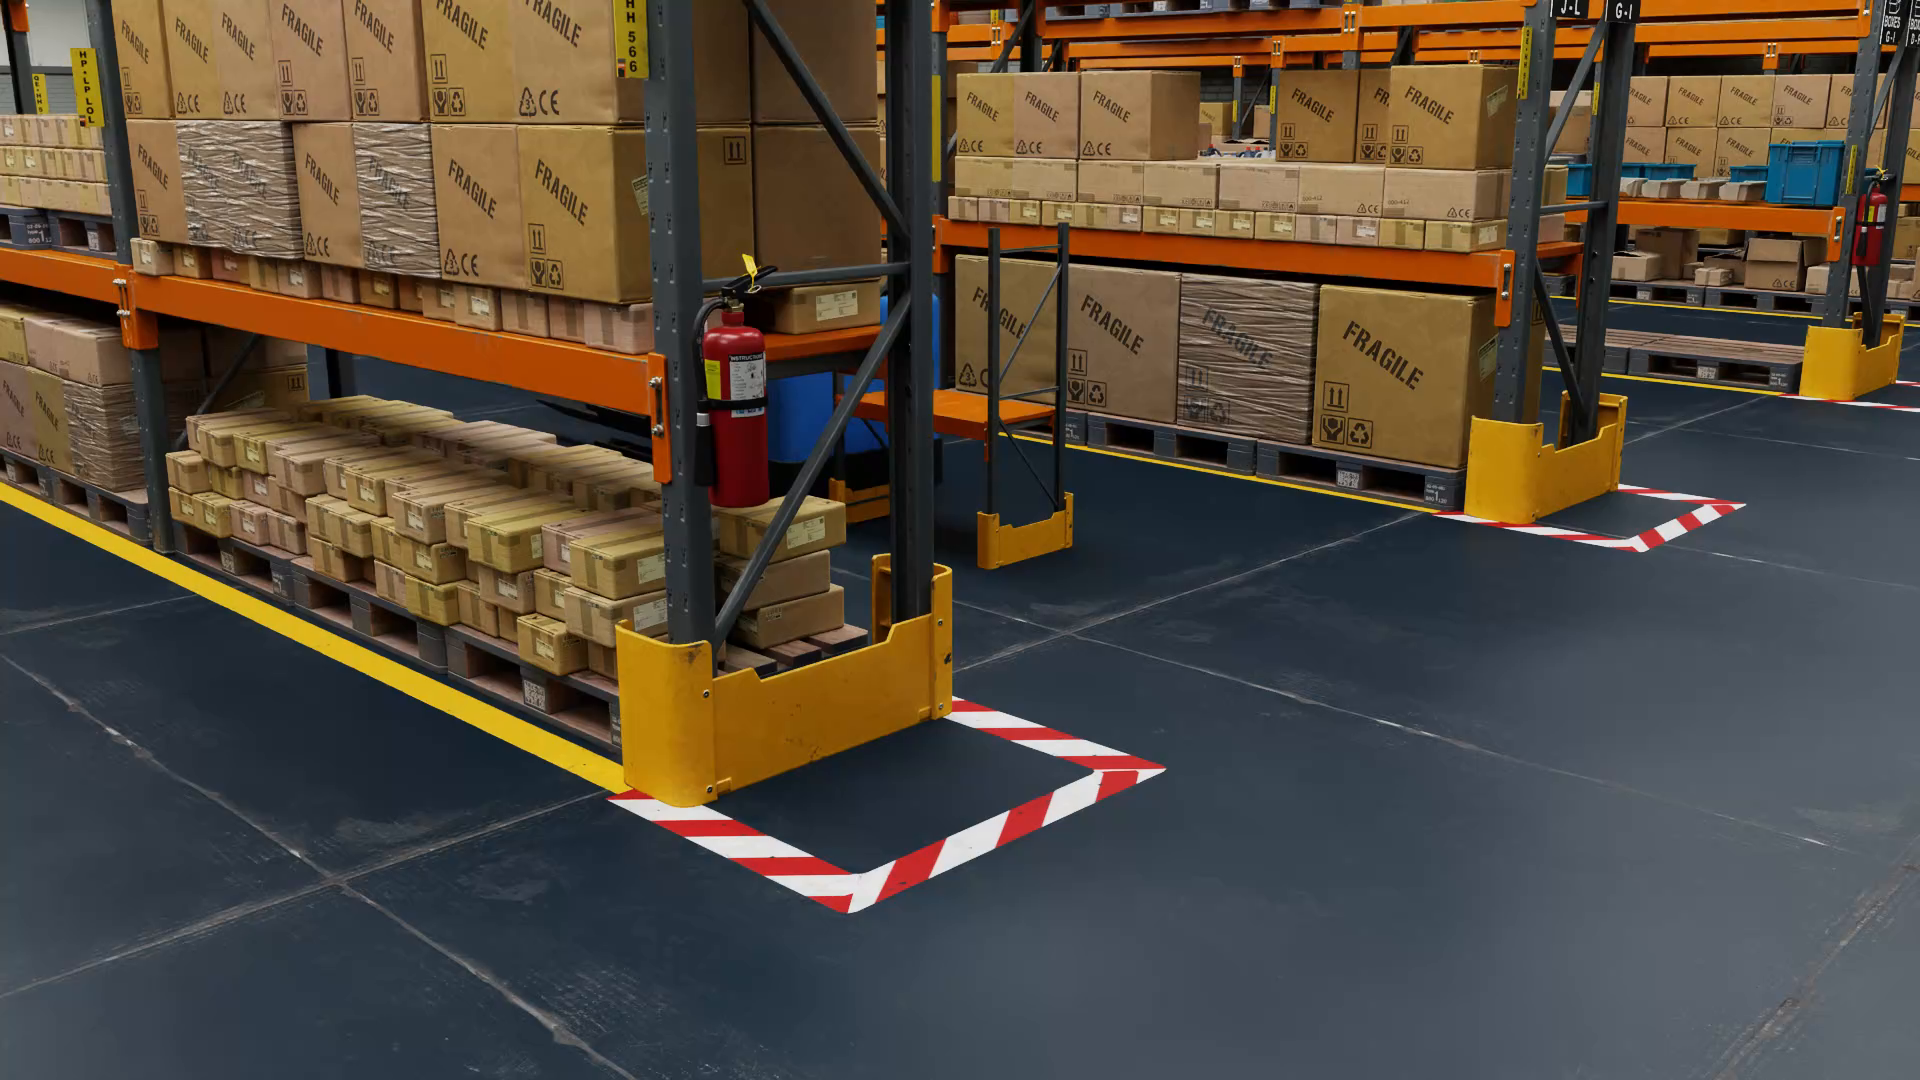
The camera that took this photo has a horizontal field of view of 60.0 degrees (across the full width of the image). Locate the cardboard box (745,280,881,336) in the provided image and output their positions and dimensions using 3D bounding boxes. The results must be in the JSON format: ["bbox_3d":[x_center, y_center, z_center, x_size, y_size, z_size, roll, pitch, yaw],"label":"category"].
[{"bbox_3d":[-0.480,-0.772,5.446,0.250,0.149,0.380,13,20,42],"label":"cardboard box"}]

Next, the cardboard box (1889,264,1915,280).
[{"bbox_3d":[9.365,-2.574,16.444,0.500,0.250,0.500,14,20,42],"label":"cardboard box"}]

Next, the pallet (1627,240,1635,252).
[{"bbox_3d":[8.986,-4.043,23.031,1.213,0.211,1.003,14,20,42],"label":"pallet"}]

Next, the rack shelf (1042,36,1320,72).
[{"bbox_3d":[2.721,-6.311,21.683,4.000,0.370,1.077,14,20,42],"label":"rack shelf"}]

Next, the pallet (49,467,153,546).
[{"bbox_3d":[-3.915,-0.264,8.528,1.213,0.211,1.003,14,20,42],"label":"pallet"}]

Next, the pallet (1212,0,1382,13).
[{"bbox_3d":[2.967,-4.739,14.597,1.003,0.211,1.213,14,20,42],"label":"pallet"}]

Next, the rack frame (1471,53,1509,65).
[{"bbox_3d":[7.596,-5.758,24.081,0.127,3.000,1.000,14,20,42],"label":"rack frame"}]

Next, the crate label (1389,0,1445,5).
[{"bbox_3d":[3.751,-4.445,13.618,0.466,0.136,0.293,14,20,42],"label":"crate label"}]

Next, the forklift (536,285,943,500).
[{"bbox_3d":[-1.433,-1.859,9.255,1.130,2.935,3.031,-12,19,-39],"label":"forklift"}]

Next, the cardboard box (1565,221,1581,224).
[{"bbox_3d":[8.661,-4.614,23.121,0.750,0.750,0.750,14,20,42],"label":"cardboard box"}]

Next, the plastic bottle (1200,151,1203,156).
[{"bbox_3d":[2.317,-3.643,16.196,0.133,0.283,0.061,14,20,42],"label":"plastic bottle"}]

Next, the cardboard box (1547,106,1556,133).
[{"bbox_3d":[6.315,-4.642,18.767,0.700,0.500,0.500,-11,18,-35],"label":"cardboard box"}]

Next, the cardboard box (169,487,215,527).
[{"bbox_3d":[-3.315,-0.179,7.493,0.250,0.149,0.380,13,19,40],"label":"cardboard box"}]

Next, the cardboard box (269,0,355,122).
[{"bbox_3d":[-2.105,-1.759,5.963,0.500,0.500,0.500,13,19,40],"label":"cardboard box"}]

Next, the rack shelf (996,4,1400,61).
[{"bbox_3d":[2.160,-4.713,15.548,4.000,0.370,1.077,14,20,42],"label":"rack shelf"}]

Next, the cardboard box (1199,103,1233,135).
[{"bbox_3d":[4.162,-6.784,26.791,0.500,0.500,0.500,14,20,42],"label":"cardboard box"}]

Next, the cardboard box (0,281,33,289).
[{"bbox_3d":[-5.559,-1.462,10.233,0.500,0.250,0.500,13,19,41],"label":"cardboard box"}]

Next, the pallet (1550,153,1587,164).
[{"bbox_3d":[6.541,-4.225,18.578,1.213,0.211,1.003,14,20,42],"label":"pallet"}]

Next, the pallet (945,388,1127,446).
[{"bbox_3d":[0.655,-0.864,10.829,1.213,0.211,1.003,14,20,42],"label":"pallet"}]

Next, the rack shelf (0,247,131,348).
[{"bbox_3d":[-4.794,-1.480,9.089,4.000,0.370,1.077,14,20,42],"label":"rack shelf"}]

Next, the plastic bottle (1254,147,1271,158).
[{"bbox_3d":[2.711,-3.337,14.888,0.185,0.351,0.144,14,20,42],"label":"plastic bottle"}]

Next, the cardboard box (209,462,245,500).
[{"bbox_3d":[-3.071,-0.296,7.350,0.250,0.149,0.380,14,20,43],"label":"cardboard box"}]

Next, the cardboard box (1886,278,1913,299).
[{"bbox_3d":[9.128,-2.437,16.084,0.250,0.166,0.380,14,20,42],"label":"cardboard box"}]

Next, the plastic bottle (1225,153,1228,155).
[{"bbox_3d":[2.563,-3.592,16.025,0.097,0.271,0.097,0,15,0],"label":"plastic bottle"}]

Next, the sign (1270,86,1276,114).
[{"bbox_3d":[3.778,-5.317,20.093,0.005,0.325,0.100,14,20,42],"label":"sign"}]

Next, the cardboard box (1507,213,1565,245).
[{"bbox_3d":[3.015,-1.661,8.856,0.250,0.149,0.380,14,20,43],"label":"cardboard box"}]

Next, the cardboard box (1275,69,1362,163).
[{"bbox_3d":[2.146,-2.405,9.433,0.500,0.500,0.500,13,19,41],"label":"cardboard box"}]

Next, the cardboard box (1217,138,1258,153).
[{"bbox_3d":[3.651,-5.007,21.374,0.500,0.311,0.500,13,20,42],"label":"cardboard box"}]

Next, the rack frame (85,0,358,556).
[{"bbox_3d":[-3.354,-1.478,7.655,0.127,3.000,1.000,14,20,42],"label":"rack frame"}]

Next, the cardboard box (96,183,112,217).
[{"bbox_3d":[-3.777,-1.593,7.763,0.250,0.149,0.380,13,20,41],"label":"cardboard box"}]

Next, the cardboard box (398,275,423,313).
[{"bbox_3d":[-1.771,-0.903,5.949,0.250,0.149,0.380,13,19,40],"label":"cardboard box"}]

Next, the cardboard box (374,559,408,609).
[{"bbox_3d":[-1.981,0.130,6.305,0.380,0.149,0.250,-14,20,-43],"label":"cardboard box"}]

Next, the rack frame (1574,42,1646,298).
[{"bbox_3d":[7.040,-4.158,17.941,0.127,3.000,1.000,14,20,42],"label":"rack frame"}]

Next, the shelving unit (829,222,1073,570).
[{"bbox_3d":[-0.055,-0.739,7.794,1.083,1.500,0.587,14,20,42],"label":"shelving unit"}]

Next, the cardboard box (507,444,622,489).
[{"bbox_3d":[-1.577,-0.269,6.659,0.250,0.149,0.380,14,20,43],"label":"cardboard box"}]

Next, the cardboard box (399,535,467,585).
[{"bbox_3d":[-1.810,0.035,6.080,0.250,0.149,0.380,14,20,43],"label":"cardboard box"}]

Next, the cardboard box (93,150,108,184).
[{"bbox_3d":[-3.777,-1.737,7.726,0.380,0.149,0.250,-14,20,-42],"label":"cardboard box"}]

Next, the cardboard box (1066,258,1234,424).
[{"bbox_3d":[1.229,-1.248,10.154,0.875,0.875,0.875,14,20,42],"label":"cardboard box"}]

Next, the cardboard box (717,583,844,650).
[{"bbox_3d":[-0.629,0.249,5.850,0.380,0.149,0.250,-14,20,-43],"label":"cardboard box"}]

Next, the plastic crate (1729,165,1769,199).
[{"bbox_3d":[6.056,-2.726,12.657,0.300,0.233,0.416,14,20,42],"label":"plastic crate"}]

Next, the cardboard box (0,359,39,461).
[{"bbox_3d":[-4.797,-0.736,8.931,0.500,0.500,0.500,13,20,41],"label":"cardboard box"}]

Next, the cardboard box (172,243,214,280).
[{"bbox_3d":[-3.140,-1.216,7.147,0.380,0.149,0.250,-14,20,-43],"label":"cardboard box"}]

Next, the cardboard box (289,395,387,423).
[{"bbox_3d":[-2.917,-0.574,7.829,0.380,0.149,0.250,-14,20,-43],"label":"cardboard box"}]

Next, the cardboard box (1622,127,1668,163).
[{"bbox_3d":[7.218,-4.068,17.396,0.500,0.500,0.500,-14,20,-43],"label":"cardboard box"}]

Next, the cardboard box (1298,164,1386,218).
[{"bbox_3d":[2.143,-1.857,8.819,0.500,0.250,0.500,13,20,41],"label":"cardboard box"}]

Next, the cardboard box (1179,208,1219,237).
[{"bbox_3d":[1.456,-1.809,9.424,0.380,0.149,0.250,-14,20,-43],"label":"cardboard box"}]

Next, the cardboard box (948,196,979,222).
[{"bbox_3d":[0.144,-2.127,10.644,0.250,0.149,0.380,14,20,42],"label":"cardboard box"}]

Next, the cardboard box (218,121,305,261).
[{"bbox_3d":[-2.474,-1.358,6.406,0.500,0.500,0.500,13,20,41],"label":"cardboard box"}]

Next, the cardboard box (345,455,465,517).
[{"bbox_3d":[-2.142,-0.213,6.443,0.250,0.149,0.380,14,20,42],"label":"cardboard box"}]

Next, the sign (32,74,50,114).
[{"bbox_3d":[-5.864,-2.800,10.590,0.005,0.325,0.100,14,20,42],"label":"sign"}]

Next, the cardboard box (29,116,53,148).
[{"bbox_3d":[-4.346,-2.021,8.223,0.250,0.149,0.380,14,20,42],"label":"cardboard box"}]
